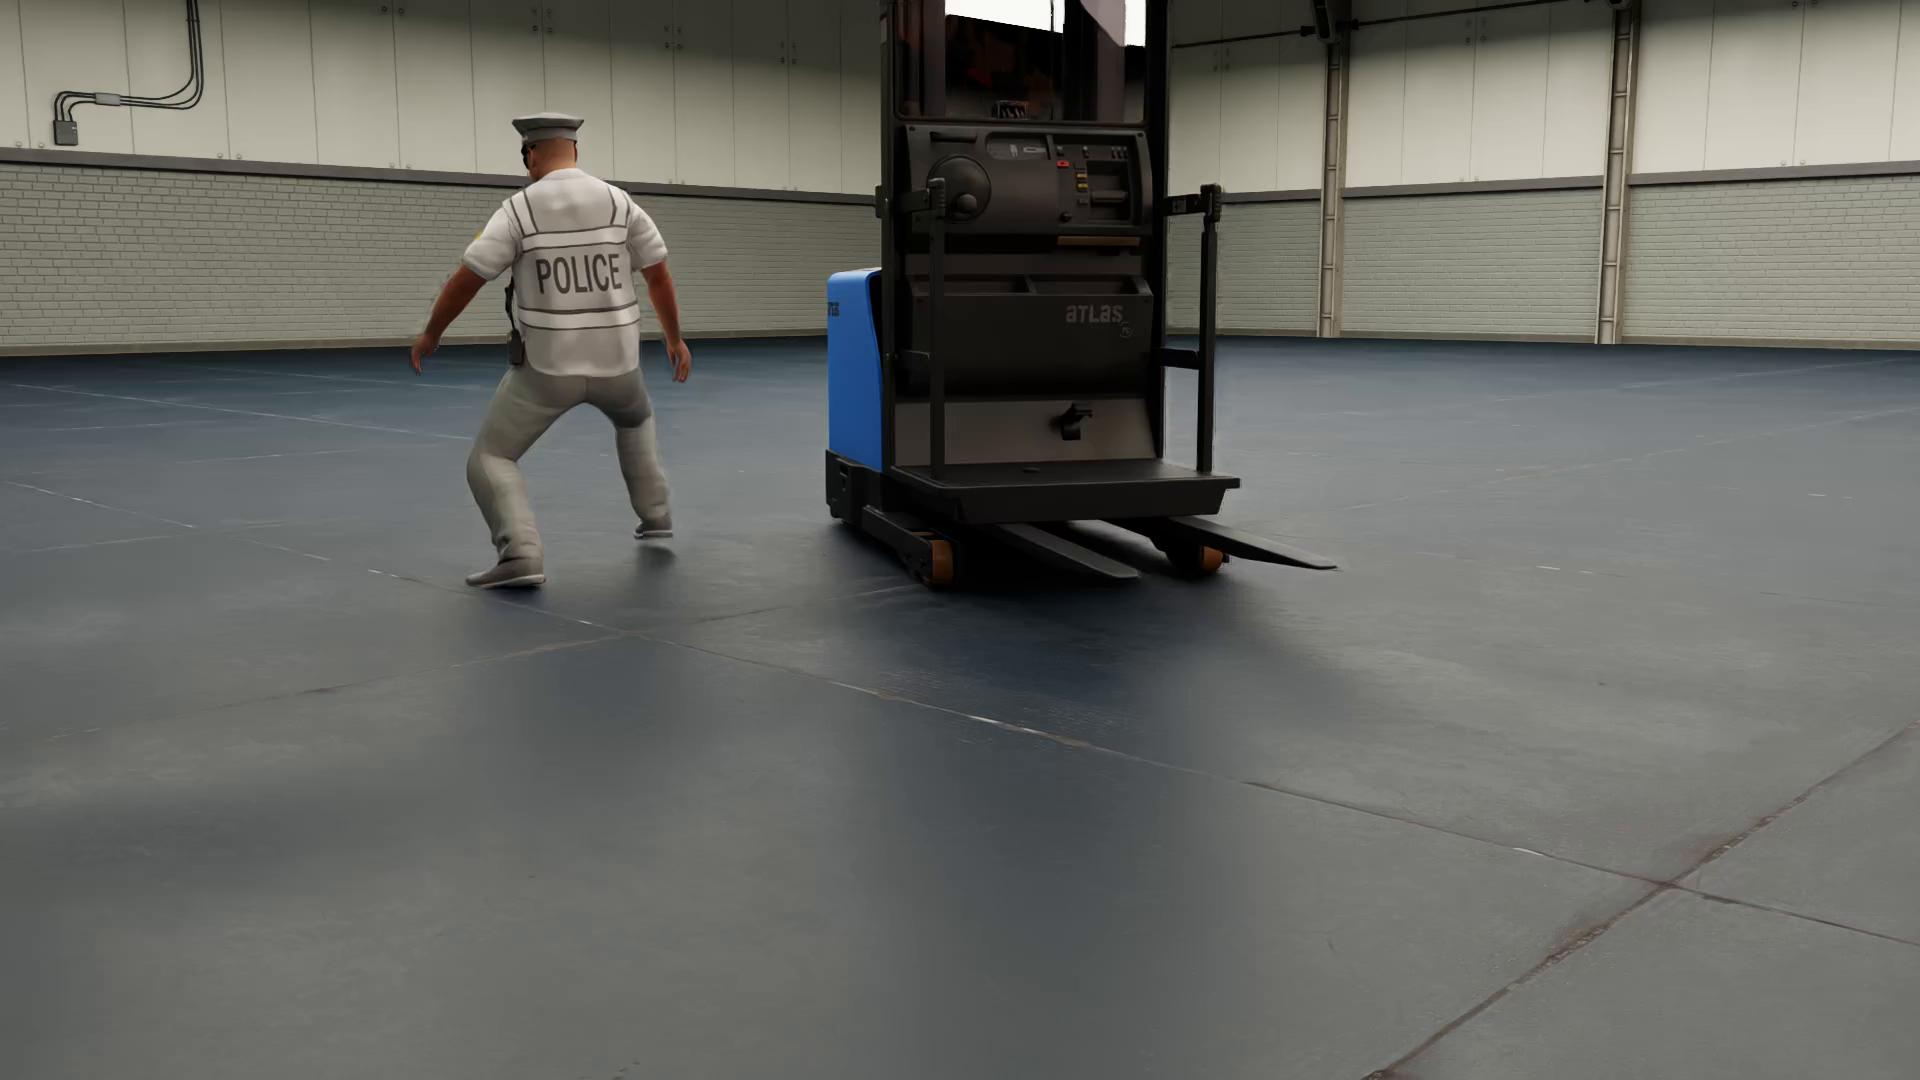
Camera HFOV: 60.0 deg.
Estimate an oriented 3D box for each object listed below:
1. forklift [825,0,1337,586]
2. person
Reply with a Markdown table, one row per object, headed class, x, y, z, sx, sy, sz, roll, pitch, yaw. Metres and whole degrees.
| class | x | y | z | sx | sy | sz | roll | pitch | yaw |
| --- | --- | --- | --- | --- | --- | --- | --- | --- | --- |
| forklift | 0.321 | -1.356 | 5.878 | 1.130 | 2.935 | 3.031 | -3 | 9 | -16 |
| person | -1.407 | -0.671 | 5.865 | 0.972 | 1.631 | 0.673 | -4 | 10 | -27 |
